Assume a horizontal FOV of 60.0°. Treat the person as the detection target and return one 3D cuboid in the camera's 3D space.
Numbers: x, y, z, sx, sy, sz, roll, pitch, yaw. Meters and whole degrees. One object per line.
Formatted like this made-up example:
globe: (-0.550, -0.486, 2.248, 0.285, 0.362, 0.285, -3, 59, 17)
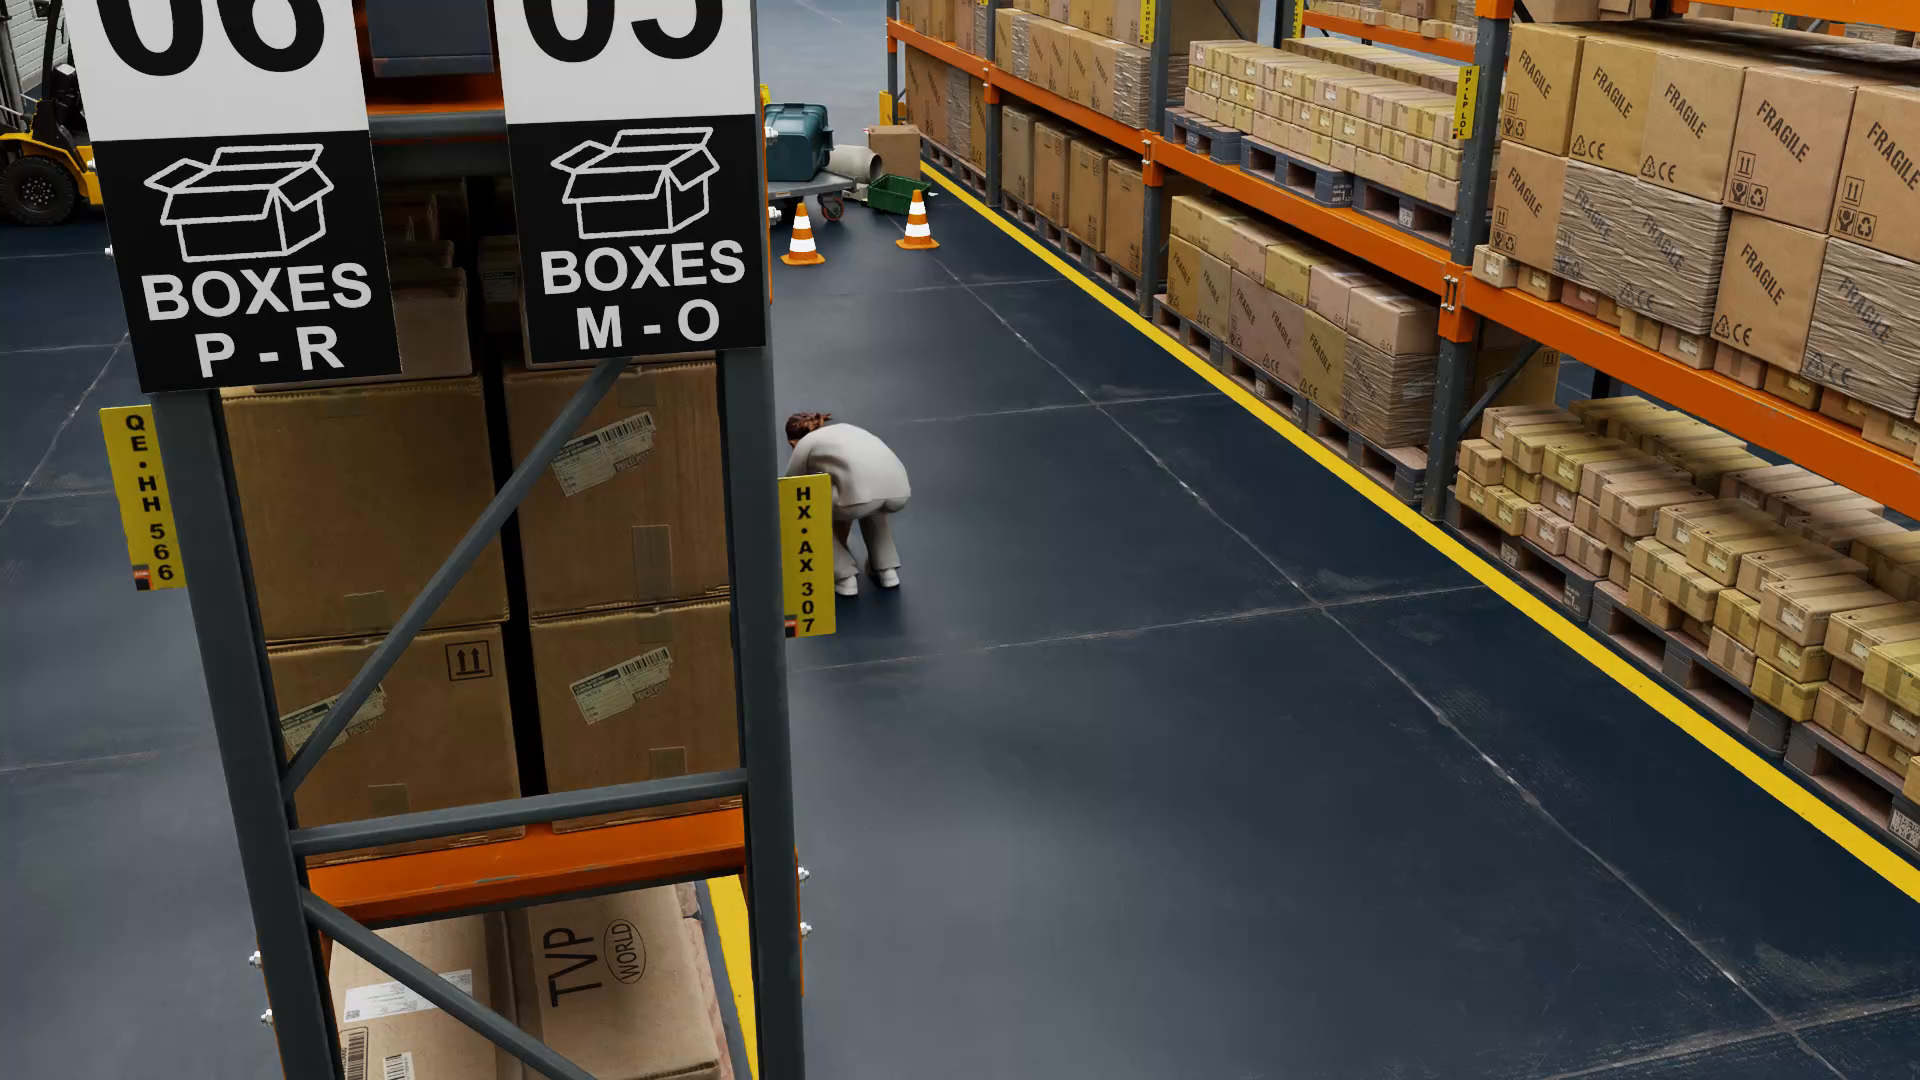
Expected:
person: (-0.558, -0.193, 7.764, 0.457, 0.757, 0.876, -13, 26, -28)
